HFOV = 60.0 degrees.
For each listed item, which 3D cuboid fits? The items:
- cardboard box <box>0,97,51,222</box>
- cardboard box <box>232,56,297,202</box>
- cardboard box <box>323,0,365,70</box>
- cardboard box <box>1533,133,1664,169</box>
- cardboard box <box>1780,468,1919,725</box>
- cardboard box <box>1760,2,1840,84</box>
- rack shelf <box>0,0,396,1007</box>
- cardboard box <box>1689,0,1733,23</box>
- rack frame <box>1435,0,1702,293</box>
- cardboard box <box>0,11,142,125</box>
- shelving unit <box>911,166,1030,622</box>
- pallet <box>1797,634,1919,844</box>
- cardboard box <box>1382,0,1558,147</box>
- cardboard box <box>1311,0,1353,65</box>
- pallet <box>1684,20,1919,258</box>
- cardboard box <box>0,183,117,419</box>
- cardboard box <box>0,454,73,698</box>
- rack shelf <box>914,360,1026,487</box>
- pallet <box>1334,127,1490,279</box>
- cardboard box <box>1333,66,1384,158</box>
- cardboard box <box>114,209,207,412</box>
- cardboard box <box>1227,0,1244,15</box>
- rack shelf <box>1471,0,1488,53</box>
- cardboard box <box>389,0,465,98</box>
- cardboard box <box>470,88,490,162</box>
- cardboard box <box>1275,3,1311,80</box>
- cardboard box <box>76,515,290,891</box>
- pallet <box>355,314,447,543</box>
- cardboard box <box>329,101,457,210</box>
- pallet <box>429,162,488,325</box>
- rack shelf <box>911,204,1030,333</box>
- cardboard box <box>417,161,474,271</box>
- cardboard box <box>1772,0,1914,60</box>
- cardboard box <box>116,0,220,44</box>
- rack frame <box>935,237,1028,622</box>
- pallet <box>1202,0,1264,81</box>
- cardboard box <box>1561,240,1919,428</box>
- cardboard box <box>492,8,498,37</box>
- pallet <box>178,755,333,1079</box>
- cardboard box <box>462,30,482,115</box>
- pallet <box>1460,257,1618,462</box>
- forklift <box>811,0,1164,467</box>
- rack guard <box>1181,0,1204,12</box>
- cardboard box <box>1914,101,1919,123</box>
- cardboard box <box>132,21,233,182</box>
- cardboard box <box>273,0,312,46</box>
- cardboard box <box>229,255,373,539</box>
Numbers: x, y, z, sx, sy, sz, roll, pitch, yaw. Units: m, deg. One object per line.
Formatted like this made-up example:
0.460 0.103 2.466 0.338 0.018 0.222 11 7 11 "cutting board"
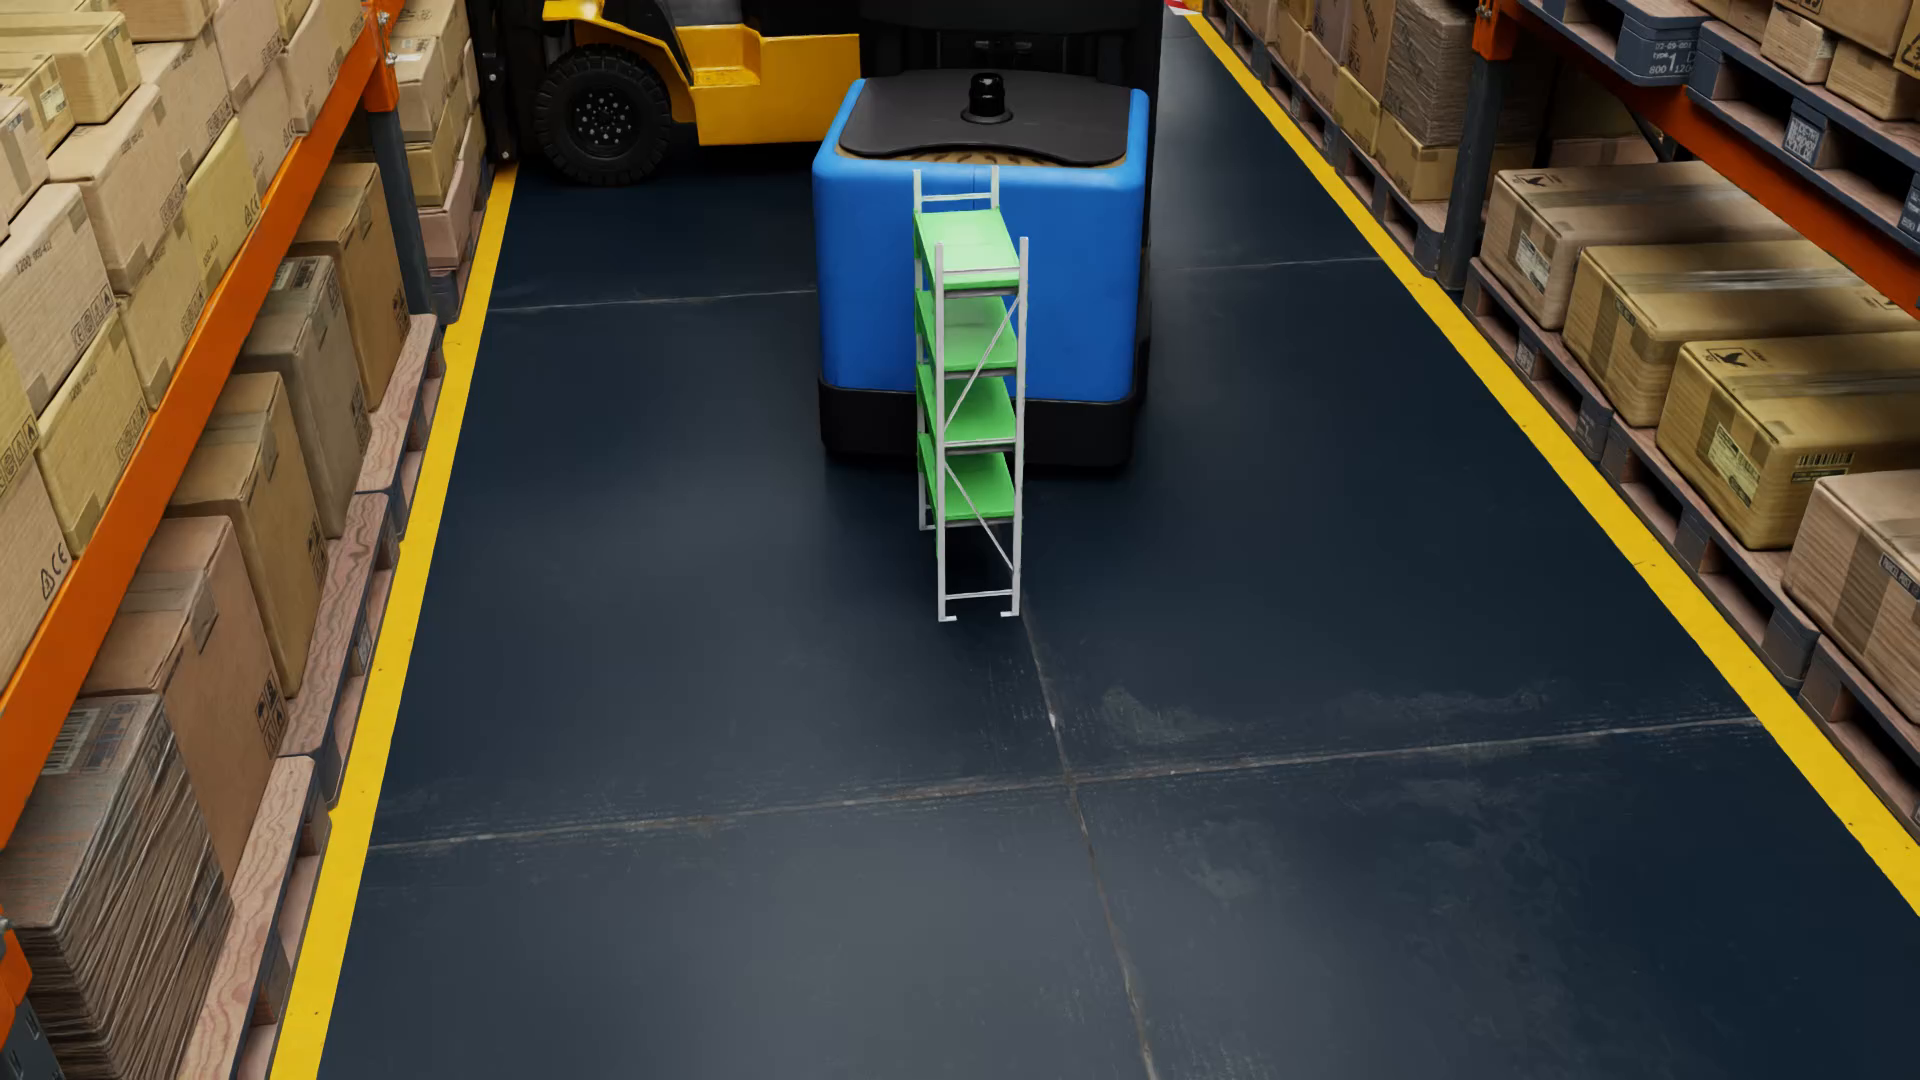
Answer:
-1.825 -0.644 2.866 0.380 0.149 0.250 -4 34 -6 "cardboard box"
-2.031 -1.048 4.258 0.500 0.250 0.500 -4 34 -6 "cardboard box"
-2.141 -1.608 5.079 0.500 0.250 0.500 -4 34 -5 "cardboard box"
2.639 -1.696 7.144 0.500 0.250 0.500 -6 35 -9 "cardboard box"
2.815 0.108 4.388 0.950 0.372 0.625 -5 35 -7 "cardboard box"
2.359 -1.317 4.369 0.380 0.149 0.250 -3 34 -5 "cardboard box"
-2.199 -0.518 3.985 1.077 0.370 4.000 -4 35 -6 "rack shelf"
2.344 -1.607 4.795 0.380 0.149 0.250 -4 34 -6 "cardboard box"
2.451 -2.309 5.975 1.000 3.000 0.127 -4 35 -6 "rack frame"
-1.865 -0.928 3.283 0.380 0.149 0.250 -4 34 -5 "cardboard box"
0.022 -0.403 4.777 0.258 1.200 0.503 -4 35 -6 "shelving unit"
2.885 0.639 4.125 1.003 0.211 1.213 -4 35 -6 "pallet"
2.105 -1.966 6.874 0.500 0.500 0.500 -5 35 -7 "cardboard box"
1.965 -2.534 7.708 0.500 0.500 0.500 -3 34 -4 "cardboard box"
2.682 -1.099 4.370 1.003 0.211 1.213 -4 35 -6 "pallet"
-1.813 -0.389 2.847 0.500 0.250 0.500 -3 34 -5 "cardboard box"
-1.747 0.097 2.577 0.500 0.250 0.500 -4 35 -6 "cardboard box"
0.022 -0.351 4.813 0.258 0.148 0.480 -4 35 -6 "rack shelf"
2.325 -1.529 7.306 1.003 0.211 1.213 -4 35 -6 "pallet"
2.023 -1.952 7.520 0.500 0.250 0.500 -5 35 -8 "cardboard box"
-1.886 -0.471 3.411 0.500 0.250 0.500 -5 35 -8 "cardboard box"
1.747 -3.107 9.215 0.500 0.250 0.500 -5 35 -7 "cardboard box"
2.182 -3.128 7.815 1.077 0.370 4.000 -4 35 -6 "rack shelf"
-2.280 -1.961 6.645 0.500 0.250 0.500 -4 35 -6 "cardboard box"
-2.373 -1.831 7.342 0.500 0.250 0.500 -4 34 -6 "cardboard box"
1.894 -2.518 8.351 0.500 0.250 0.500 -2 34 -3 "cardboard box"
-2.096 0.396 3.742 0.875 0.625 0.625 -3 34 -5 "cardboard box"
-2.330 -0.371 5.606 1.003 0.211 1.213 -4 35 -6 "pallet"
-2.227 -1.468 6.366 0.500 0.250 0.500 -5 35 -7 "cardboard box"
-2.533 -1.226 6.861 1.003 0.211 1.213 -4 35 -6 "pallet"
0.022 -0.747 4.542 0.258 0.148 0.480 -4 35 -6 "rack shelf"
-2.205 -1.263 6.509 0.500 0.250 0.500 -4 34 -6 "cardboard box"
2.430 -1.521 4.093 0.500 0.500 0.500 -6 35 -8 "cardboard box"
-1.888 -1.214 3.703 0.380 0.149 0.250 -5 35 -8 "cardboard box"
0.055 -0.267 4.577 0.240 1.200 0.015 -4 35 -6 "rack frame"
1.997 -2.890 9.304 1.003 0.211 1.213 -4 35 -6 "pallet"
2.624 -0.703 5.579 0.950 0.372 0.625 -2 34 -3 "cardboard box"
-2.483 -2.592 8.015 0.500 0.250 0.500 -5 35 -7 "cardboard box"
-2.002 0.991 3.608 1.003 0.211 1.213 -4 35 -6 "pallet"
-2.353 -2.031 7.191 0.500 0.250 0.500 -5 35 -7 "cardboard box"
2.557 -0.722 6.123 1.003 0.211 1.213 -4 35 -6 "pallet"
0.208 -2.264 5.969 1.130 2.935 3.031 4 34 5 "forklift"
1.923 -3.466 9.892 1.175 0.500 0.348 -4 35 -6 "rack guard"
2.539 -1.036 3.957 0.380 0.149 0.250 -4 34 -6 "cardboard box"
-1.960 -0.966 3.693 0.500 0.250 0.500 -4 34 -6 "cardboard box"
-2.072 -1.535 4.527 0.500 0.250 0.500 -5 35 -8 "cardboard box"
-2.290 -0.399 4.908 0.875 0.625 0.625 -5 35 -7 "cardboard box"
